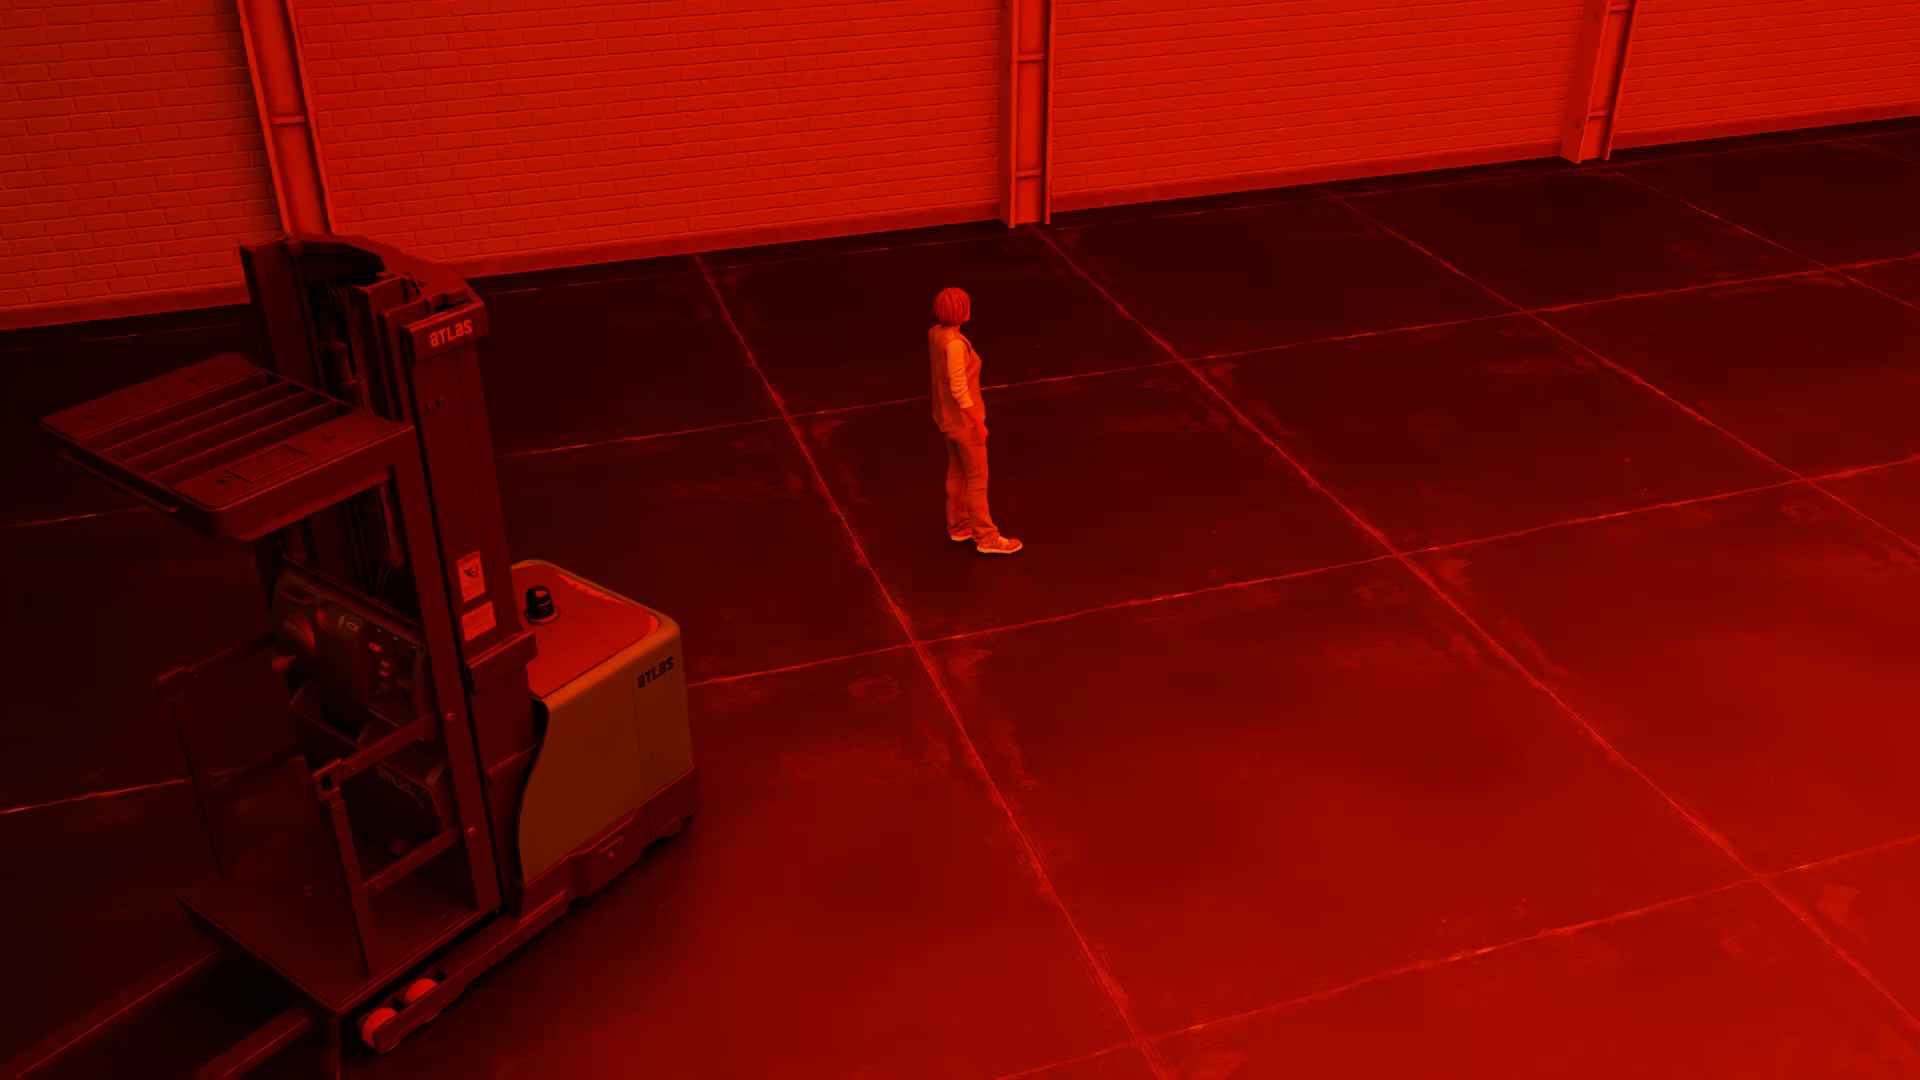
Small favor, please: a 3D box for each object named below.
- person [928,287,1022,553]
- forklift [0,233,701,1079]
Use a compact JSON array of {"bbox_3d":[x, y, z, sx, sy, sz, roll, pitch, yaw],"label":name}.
[{"bbox_3d":[0.075,-0.704,9.633,0.473,1.599,0.520,-10,31,-16],"label":"person"},{"bbox_3d":[-2.491,0.460,6.288,1.130,2.935,3.031,20,36,31],"label":"forklift"}]
